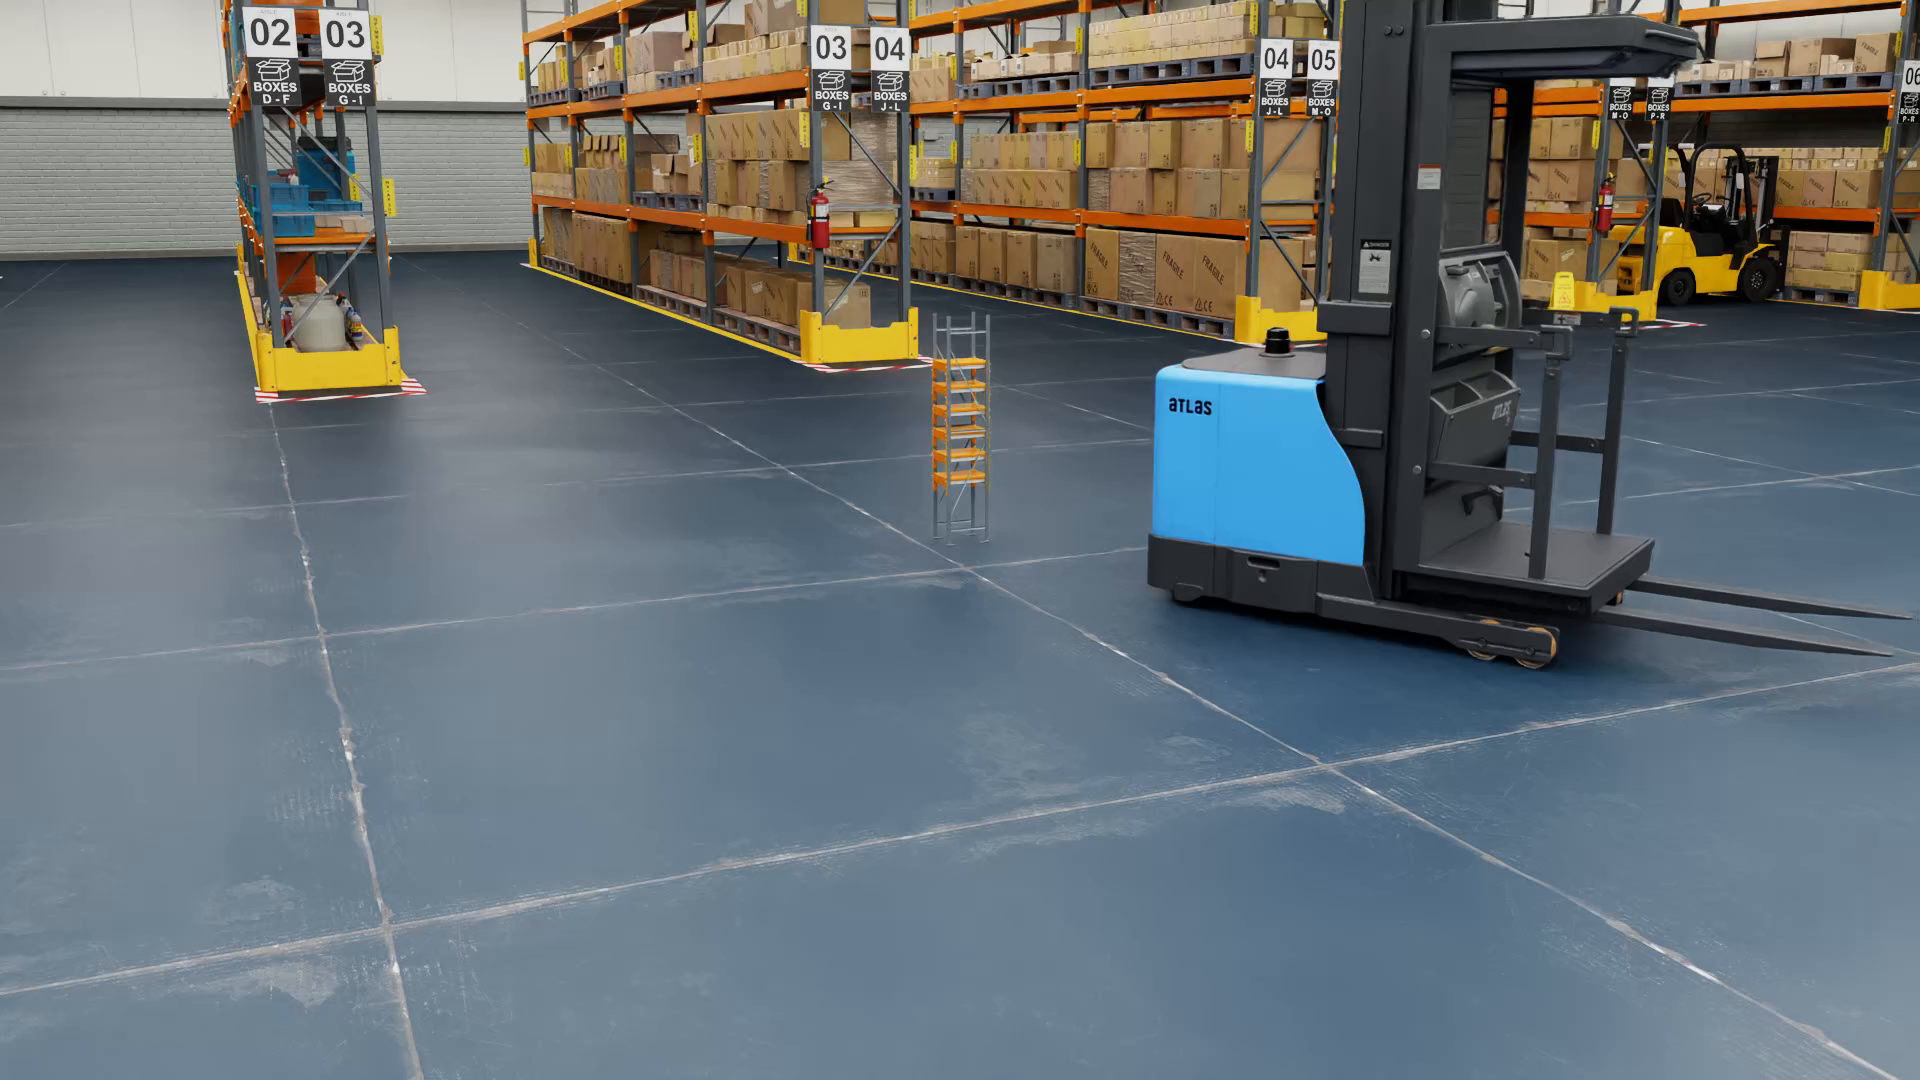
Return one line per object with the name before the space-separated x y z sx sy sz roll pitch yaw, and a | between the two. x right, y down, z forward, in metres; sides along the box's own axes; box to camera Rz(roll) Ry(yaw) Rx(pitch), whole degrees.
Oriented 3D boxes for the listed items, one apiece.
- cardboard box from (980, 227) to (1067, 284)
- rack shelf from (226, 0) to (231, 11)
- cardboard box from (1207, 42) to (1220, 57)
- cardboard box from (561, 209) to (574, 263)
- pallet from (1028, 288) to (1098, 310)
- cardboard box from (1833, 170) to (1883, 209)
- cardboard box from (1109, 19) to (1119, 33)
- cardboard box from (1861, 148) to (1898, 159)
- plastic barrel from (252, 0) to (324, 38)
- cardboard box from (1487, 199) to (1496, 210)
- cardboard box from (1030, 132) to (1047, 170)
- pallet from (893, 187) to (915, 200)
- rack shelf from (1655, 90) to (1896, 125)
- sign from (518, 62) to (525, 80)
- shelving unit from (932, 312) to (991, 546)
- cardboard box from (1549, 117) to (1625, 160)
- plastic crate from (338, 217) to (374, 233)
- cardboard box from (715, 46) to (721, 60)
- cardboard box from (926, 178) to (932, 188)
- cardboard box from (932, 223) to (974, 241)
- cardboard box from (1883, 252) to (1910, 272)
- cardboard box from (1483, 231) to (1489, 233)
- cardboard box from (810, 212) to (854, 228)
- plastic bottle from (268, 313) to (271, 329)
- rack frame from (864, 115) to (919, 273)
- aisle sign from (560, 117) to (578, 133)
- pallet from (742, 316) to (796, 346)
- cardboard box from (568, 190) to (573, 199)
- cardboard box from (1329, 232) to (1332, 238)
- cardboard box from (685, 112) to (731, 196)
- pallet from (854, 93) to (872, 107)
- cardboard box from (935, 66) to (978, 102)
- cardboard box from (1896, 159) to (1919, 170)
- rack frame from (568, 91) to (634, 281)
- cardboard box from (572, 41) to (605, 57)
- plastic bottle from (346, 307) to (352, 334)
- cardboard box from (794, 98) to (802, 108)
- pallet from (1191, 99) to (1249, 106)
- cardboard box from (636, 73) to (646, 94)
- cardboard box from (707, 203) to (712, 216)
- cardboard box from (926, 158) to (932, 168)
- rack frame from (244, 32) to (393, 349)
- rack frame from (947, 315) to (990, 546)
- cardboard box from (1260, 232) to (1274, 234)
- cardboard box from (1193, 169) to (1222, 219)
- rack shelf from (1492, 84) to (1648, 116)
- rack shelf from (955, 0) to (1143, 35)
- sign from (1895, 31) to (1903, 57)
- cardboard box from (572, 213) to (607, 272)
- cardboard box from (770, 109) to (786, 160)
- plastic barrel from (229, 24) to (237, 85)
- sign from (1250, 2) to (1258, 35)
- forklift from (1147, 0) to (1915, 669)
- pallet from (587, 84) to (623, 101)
cardboard box | 0.920 -4.141 24.169 1.050 0.750 0.750 -5 14 -22
rack shelf | -7.917 -6.437 19.206 1.077 0.370 4.000 -6 14 -23
cardboard box | 2.962 -5.430 18.429 0.380 0.149 0.250 -5 14 -22
cardboard box | -6.334 -5.245 28.661 0.875 0.875 0.875 -6 14 -23
pallet | 1.629 -3.315 22.723 1.003 0.211 1.213 -6 14 -23
cardboard box | 12.213 -4.738 22.467 0.500 0.500 0.500 -6 14 -24
cardboard box | 2.046 -6.291 20.380 0.380 0.149 0.250 -6 14 -23
cardboard box | 12.315 -5.176 22.261 0.380 0.149 0.250 -6 14 -23
plastic barrel | -5.825 -4.784 14.351 0.600 0.830 0.708 -6 14 -23
cardboard box | 7.164 -4.415 21.852 0.380 0.149 0.250 -6 14 -23
cardboard box | 1.393 -5.369 22.976 0.700 0.500 0.500 -6 14 -23
pallet | -0.425 -5.659 27.093 1.003 0.211 1.213 -6 14 -23
rack shelf | 11.850 -6.135 23.670 1.077 0.370 4.000 -6 14 -23
sign | -7.896 -8.450 29.959 0.100 0.325 0.005 -6 14 -23
shelving unit | 0.006 -0.582 8.722 0.258 1.200 0.189 -6 14 -23
cardboard box | 7.700 -4.929 20.414 0.700 0.500 0.500 -6 14 -24
plastic crate | -5.577 -2.905 15.355 0.298 0.136 0.250 -6 14 -23
cardboard box | -2.561 -5.532 18.916 0.380 0.149 0.250 -6 14 -26
cardboard box | -0.312 -5.541 25.785 0.380 0.149 0.250 -6 14 -23
cardboard box | -0.109 -4.817 25.978 0.500 0.250 0.500 -6 14 -24
cardboard box | 12.653 -3.836 22.848 0.500 0.250 0.500 -5 14 -22
cardboard box | 7.191 -4.016 23.073 0.500 0.500 0.500 -5 14 -22
cardboard box | -1.279 -3.185 16.536 0.380 0.149 0.250 -6 14 -23
plastic bottle | -6.715 -2.073 16.223 0.061 0.283 0.133 -5 14 -22
rack frame | -1.197 -6.173 28.891 1.000 3.000 0.127 -6 14 -23
aisle sign | -7.139 -7.881 30.504 0.394 0.787 0.004 -6 14 -23
pallet | -1.784 -2.347 18.542 1.003 0.211 1.213 -6 14 -23
cardboard box | -6.205 -5.657 27.218 0.380 0.149 0.250 -6 14 -23
cardboard box | 7.796 -6.143 33.791 0.500 0.311 0.500 -5 14 -21
cardboard box | -2.768 -4.767 20.553 1.000 1.000 1.000 -6 14 -23
pallet | -1.048 -7.406 27.981 1.213 0.211 1.003 -6 14 -23
cardboard box | -0.057 -6.952 25.381 0.500 0.500 0.500 -6 14 -23
cardboard box | 12.753 -5.069 22.461 0.380 0.149 0.250 -6 14 -24
rack frame | -5.782 -5.746 27.045 1.000 3.000 0.127 -6 14 -23
cardboard box | -6.153 -8.070 27.395 0.500 0.250 0.500 -7 15 -27
plastic bottle | -6.213 -2.241 16.975 0.097 0.271 0.097 0 13 0
cardboard box | -2.854 -8.272 31.640 0.500 0.250 0.500 -5 14 -21
pallet | 4.594 -7.313 27.579 1.213 0.211 1.003 -5 14 -20
cardboard box | -4.020 -6.082 22.176 0.500 0.250 0.500 -5 14 -22
cardboard box | -2.767 -3.899 19.623 0.380 0.149 0.250 -6 14 -23
cardboard box | -0.310 -5.831 25.718 0.380 0.149 0.250 -6 14 -24
rack frame | -5.514 -2.820 14.400 1.000 3.000 0.127 -6 14 -23
rack frame | 0.042 -0.563 8.640 0.240 1.200 0.006 -6 14 -23
cardboard box | 4.699 -5.135 28.183 0.875 0.875 0.875 -6 14 -23
cardboard box | 3.179 -3.951 18.958 0.875 0.550 0.550 -6 14 -23
rack shelf | 7.304 -5.686 21.729 1.077 0.370 4.000 -6 14 -23
rack shelf | 1.206 -7.311 22.985 1.077 0.370 4.000 -6 14 -23
sign | 12.148 -6.419 21.513 0.100 0.325 0.005 -6 14 -23
cardboard box | -5.508 -4.785 26.674 1.225 0.875 0.875 -6 14 -23
cardboard box | -1.628 -4.142 17.014 0.500 0.500 0.500 -6 14 -23
plastic barrel | -8.326 -5.819 19.754 0.600 0.830 0.708 -6 14 -23
sign | 3.107 -5.502 17.550 0.100 0.325 0.005 -6 14 -23
forklift | 2.361 -1.049 6.904 3.031 2.935 1.130 9 16 34
pallet | -4.937 -6.648 24.709 1.003 0.211 1.213 -5 14 -20
